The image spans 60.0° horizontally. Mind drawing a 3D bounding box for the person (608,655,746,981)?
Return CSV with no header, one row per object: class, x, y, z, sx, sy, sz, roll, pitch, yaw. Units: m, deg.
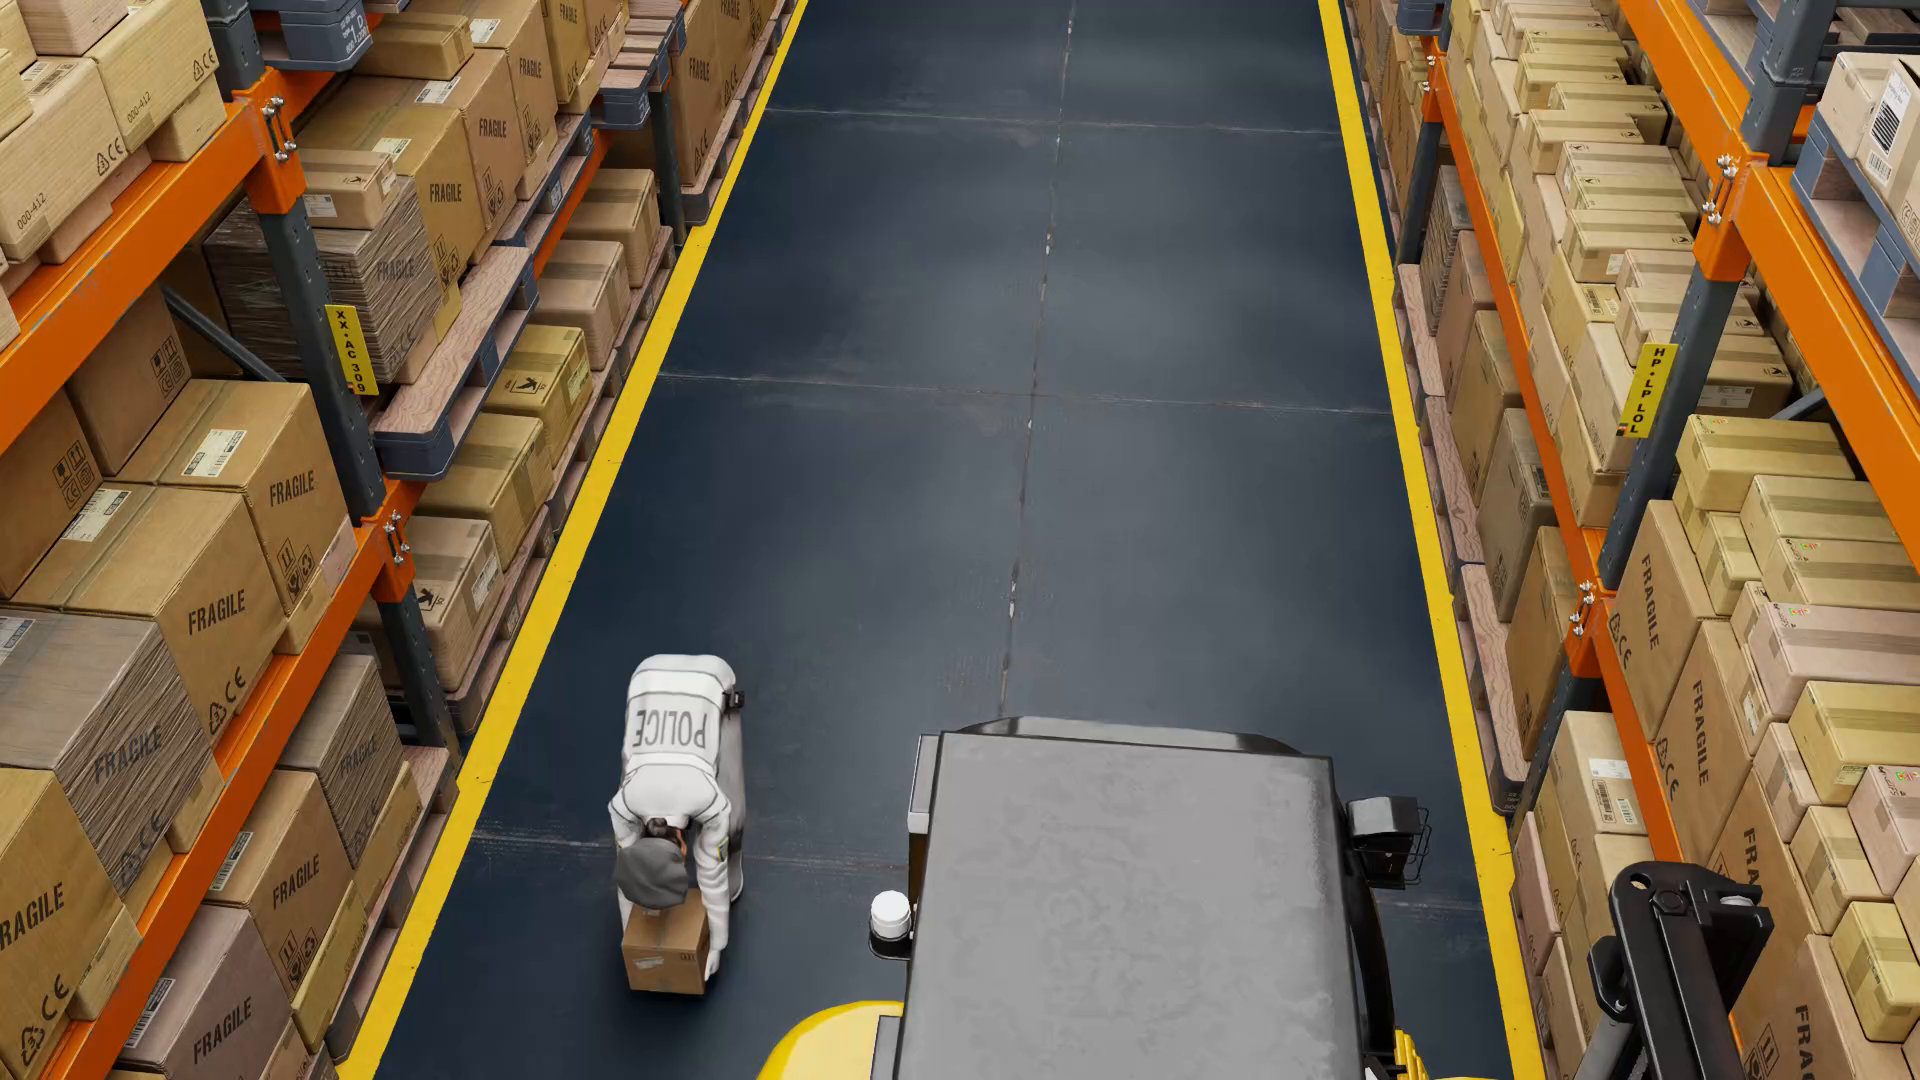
person,-0.950,0.937,5.640,0.445,0.903,0.879,1,40,2
